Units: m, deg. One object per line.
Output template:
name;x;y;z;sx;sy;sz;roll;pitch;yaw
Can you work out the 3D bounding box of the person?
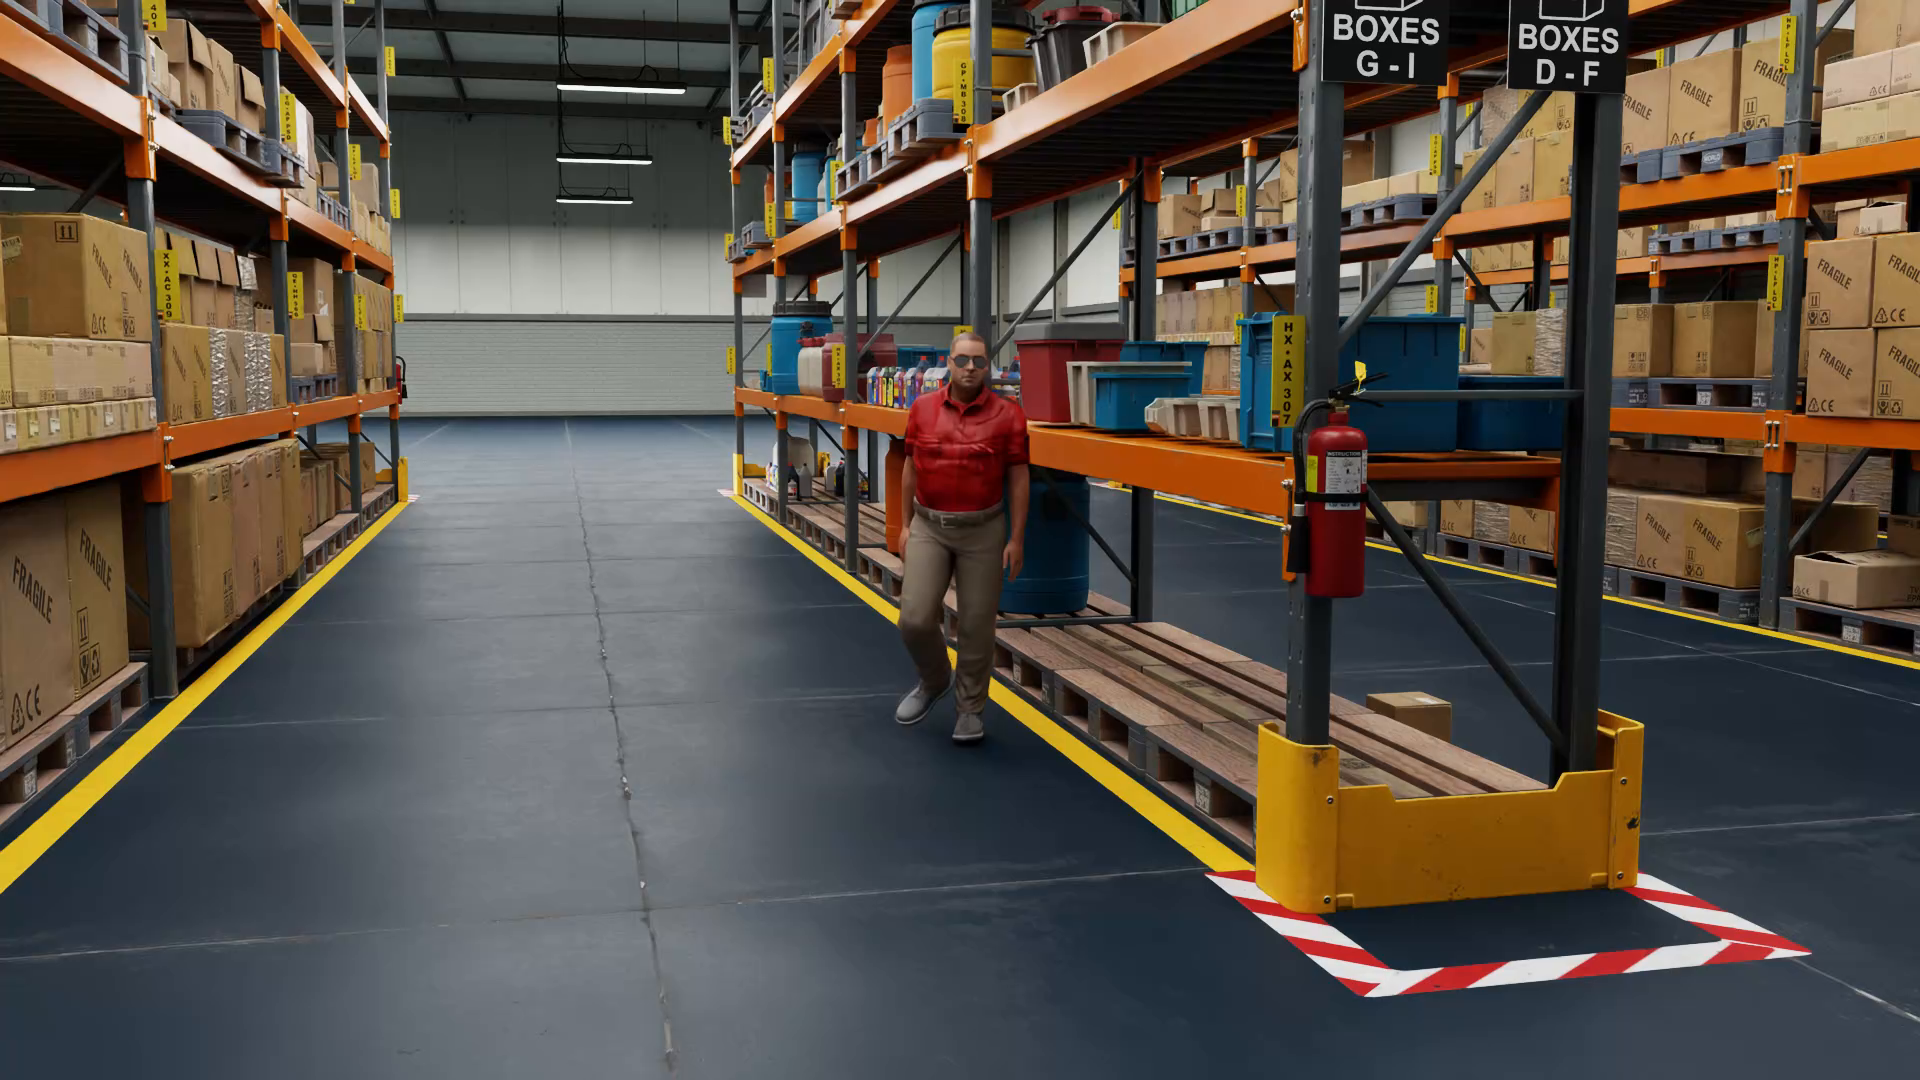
person;0.005;-0.010;7.000;0.584;1.714;0.467;1;6;7
